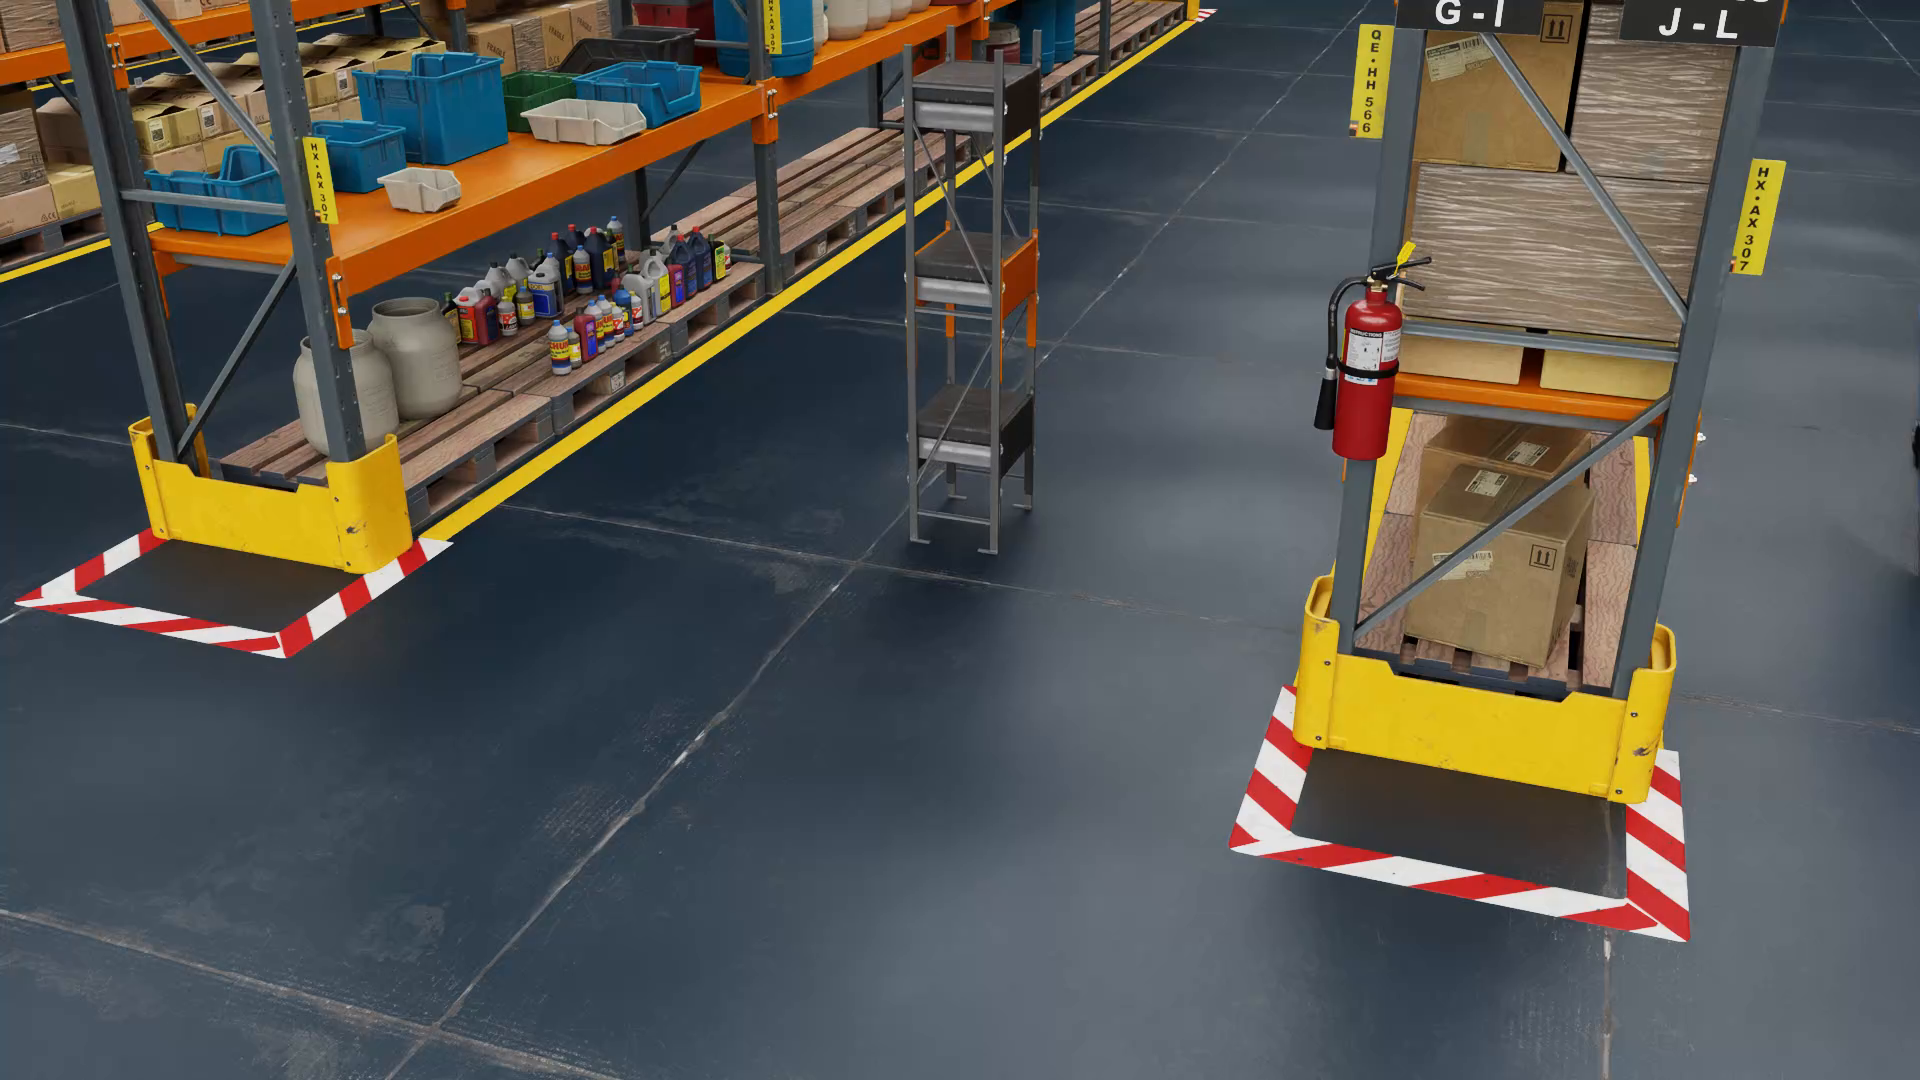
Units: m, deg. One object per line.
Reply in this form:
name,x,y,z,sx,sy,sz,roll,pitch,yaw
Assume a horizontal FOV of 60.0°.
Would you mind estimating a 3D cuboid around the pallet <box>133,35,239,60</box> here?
pallet,-8.878,-5.599,18.572,1.003,0.211,1.213,9,27,17

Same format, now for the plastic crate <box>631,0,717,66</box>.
plastic crate,-1.736,-3.233,10.412,0.402,0.464,0.583,9,27,17

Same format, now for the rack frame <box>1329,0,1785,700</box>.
rack frame,1.731,-0.599,5.045,1.000,3.000,0.127,9,27,17

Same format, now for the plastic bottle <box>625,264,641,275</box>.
plastic bottle,-1.827,-1.423,9.359,0.061,0.283,0.133,9,27,17

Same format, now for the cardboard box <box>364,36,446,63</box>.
cardboard box,-4.889,-4.278,14.673,0.500,0.311,0.500,9,27,19

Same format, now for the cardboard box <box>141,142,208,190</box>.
cardboard box,-5.910,-2.762,12.186,0.500,0.250,0.500,8,27,16

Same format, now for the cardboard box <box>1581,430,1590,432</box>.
cardboard box,2.576,-0.645,7.527,0.500,0.500,0.500,6,27,13

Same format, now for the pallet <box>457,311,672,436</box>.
pallet,-2.275,-0.933,8.935,1.003,0.211,1.213,9,27,17

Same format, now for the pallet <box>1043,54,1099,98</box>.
pallet,0.758,-4.683,16.679,1.003,0.211,1.213,9,27,17

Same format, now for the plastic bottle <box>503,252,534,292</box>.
plastic bottle,-2.472,-1.443,9.323,0.144,0.351,0.185,9,27,17

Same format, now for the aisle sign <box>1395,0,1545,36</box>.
aisle sign,1.428,-1.787,4.516,0.394,0.787,0.004,9,27,17

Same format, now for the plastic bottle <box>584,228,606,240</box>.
plastic bottle,-2.209,-1.729,10.000,0.152,0.276,0.135,10,27,19

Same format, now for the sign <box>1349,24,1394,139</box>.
sign,1.215,-1.351,4.907,0.100,0.325,0.005,9,27,17

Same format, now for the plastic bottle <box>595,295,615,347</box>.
plastic bottle,-1.895,-1.169,8.849,0.097,0.271,0.097,0,26,0

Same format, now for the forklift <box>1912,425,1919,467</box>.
forklift,5.034,-1.507,6.999,1.130,2.935,3.031,9,27,18

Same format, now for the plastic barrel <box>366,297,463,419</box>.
plastic barrel,-2.626,-0.874,7.986,0.421,0.512,0.421,0,26,0

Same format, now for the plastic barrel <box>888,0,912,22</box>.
plastic barrel,-0.558,-4.028,12.000,0.421,0.512,0.421,0,26,0

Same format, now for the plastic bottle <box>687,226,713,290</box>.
plastic bottle,-1.551,-1.660,9.772,0.144,0.351,0.185,8,27,16

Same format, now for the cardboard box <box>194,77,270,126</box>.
cardboard box,-5.563,-3.436,12.935,0.500,0.311,0.500,8,27,16

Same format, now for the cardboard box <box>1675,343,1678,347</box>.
cardboard box,2.152,-0.668,5.477,0.380,0.149,0.250,9,27,17

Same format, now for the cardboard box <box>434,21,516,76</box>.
cardboard box,-4.526,-4.543,15.555,0.500,0.500,0.500,10,28,20

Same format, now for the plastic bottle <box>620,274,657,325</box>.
plastic bottle,-1.780,-1.349,9.215,0.152,0.276,0.135,9,27,18

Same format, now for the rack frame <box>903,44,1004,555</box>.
rack frame,-0.026,-0.913,6.726,0.400,2.100,0.015,9,27,17

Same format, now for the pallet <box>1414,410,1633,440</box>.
pallet,2.872,-0.707,8.467,1.003,0.211,1.213,9,27,17

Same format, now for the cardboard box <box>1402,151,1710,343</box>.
cardboard box,1.940,-1.000,5.417,0.875,0.500,0.500,9,27,17

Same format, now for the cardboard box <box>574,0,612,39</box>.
cardboard box,-3.850,-5.389,17.302,0.500,0.500,0.500,9,27,18

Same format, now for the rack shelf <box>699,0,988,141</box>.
rack shelf,-0.943,-3.459,11.778,1.077,0.370,4.000,9,27,17

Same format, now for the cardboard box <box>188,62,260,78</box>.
cardboard box,-5.907,-3.718,13.517,0.500,0.311,0.500,8,27,17

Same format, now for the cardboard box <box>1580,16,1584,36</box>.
cardboard box,2.840,-2.236,6.822,0.500,0.500,0.500,9,27,17

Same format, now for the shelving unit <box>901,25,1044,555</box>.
shelving unit,0.055,-1.013,6.933,0.431,2.100,0.503,9,27,17

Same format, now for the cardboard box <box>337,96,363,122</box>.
cardboard box,-5.230,-3.606,13.929,0.500,0.250,0.500,9,27,19

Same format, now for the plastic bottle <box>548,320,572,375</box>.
plastic bottle,-2.042,-0.987,8.473,0.097,0.271,0.097,0,26,0

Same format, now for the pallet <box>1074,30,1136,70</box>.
pallet,1.262,-5.301,17.957,1.003,0.211,1.213,9,27,17

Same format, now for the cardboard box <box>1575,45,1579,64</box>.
cardboard box,2.583,-1.825,7.122,0.875,0.500,0.500,9,27,17

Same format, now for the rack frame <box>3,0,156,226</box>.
rack frame,-6.278,-3.681,11.410,1.000,3.000,0.127,9,27,17

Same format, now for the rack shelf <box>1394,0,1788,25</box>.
rack shelf,2.397,-2.447,6.246,1.077,0.370,4.000,9,27,17

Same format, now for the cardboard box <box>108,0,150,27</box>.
cardboard box,-6.155,-3.822,11.874,0.500,0.250,0.500,11,28,21

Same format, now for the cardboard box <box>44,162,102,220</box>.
cardboard box,-6.226,-2.410,11.459,0.500,0.250,0.500,9,27,17

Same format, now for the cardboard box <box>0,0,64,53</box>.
cardboard box,-6.420,-3.543,11.010,0.700,0.500,0.500,8,27,16

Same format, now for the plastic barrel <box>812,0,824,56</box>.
plastic barrel,-1.083,-3.384,10.640,0.433,0.535,0.433,0,26,0

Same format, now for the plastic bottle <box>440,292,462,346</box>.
plastic bottle,-2.720,-1.162,8.819,0.061,0.283,0.133,9,27,19

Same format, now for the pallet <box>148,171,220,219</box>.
pallet,-6.070,-2.734,12.655,1.003,0.211,1.213,9,27,17

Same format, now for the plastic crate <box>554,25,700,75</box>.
plastic crate,-1.902,-2.736,9.531,0.767,0.338,0.504,9,27,17

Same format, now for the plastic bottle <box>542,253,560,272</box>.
plastic bottle,-2.345,-1.516,9.565,0.097,0.271,0.097,0,26,0

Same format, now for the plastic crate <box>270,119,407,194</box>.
plastic crate,-2.833,-1.765,7.625,0.499,0.251,0.408,9,27,17

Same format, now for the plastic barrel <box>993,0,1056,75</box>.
plastic barrel,0.621,-4.981,16.022,0.600,0.901,0.708,9,27,17

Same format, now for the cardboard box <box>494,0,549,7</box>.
cardboard box,-4.516,-5.245,17.005,0.500,0.500,0.500,8,27,15

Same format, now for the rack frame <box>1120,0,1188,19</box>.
rack frame,2.385,-7.892,20.109,1.000,3.000,0.127,9,27,17
